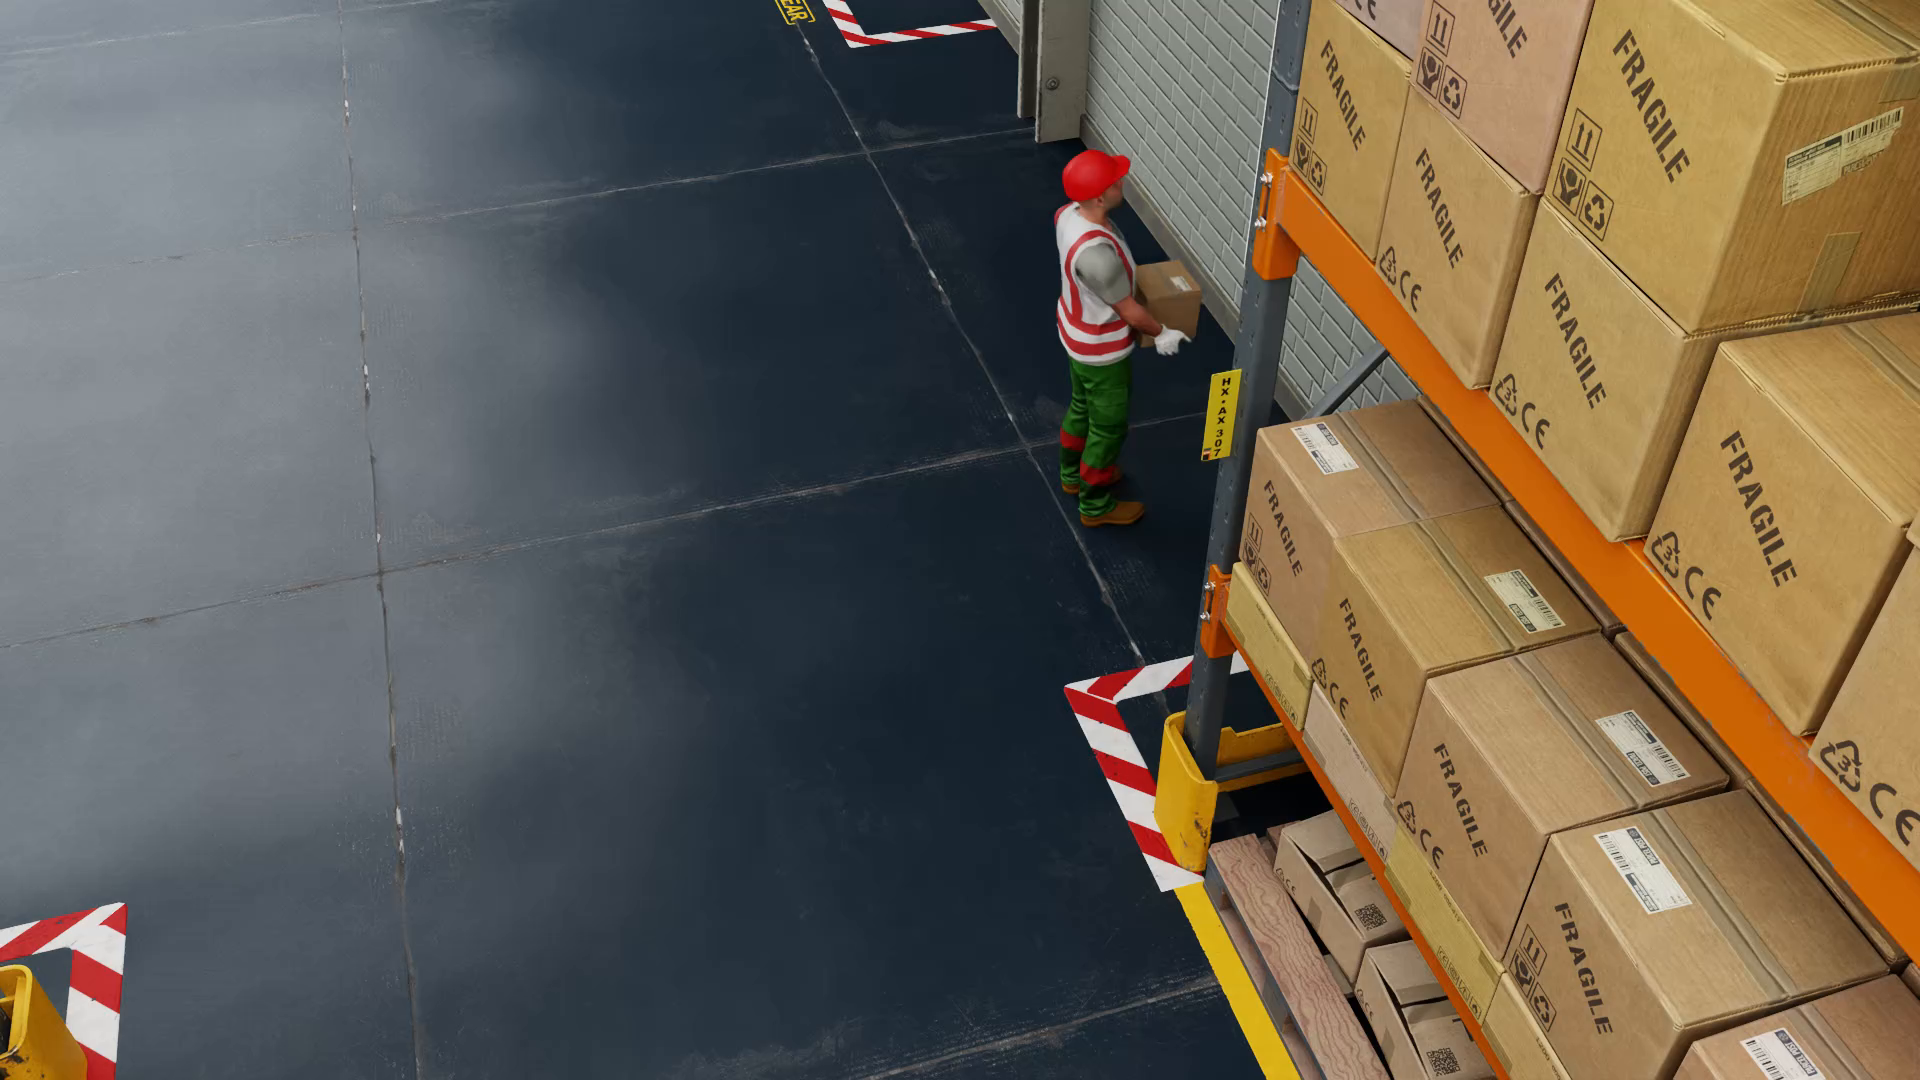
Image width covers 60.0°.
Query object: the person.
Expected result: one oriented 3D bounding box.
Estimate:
[{"bbox_3d":[0.677,-0.861,7.101,0.556,1.792,0.506,-6,42,-7],"label":"person"}]
